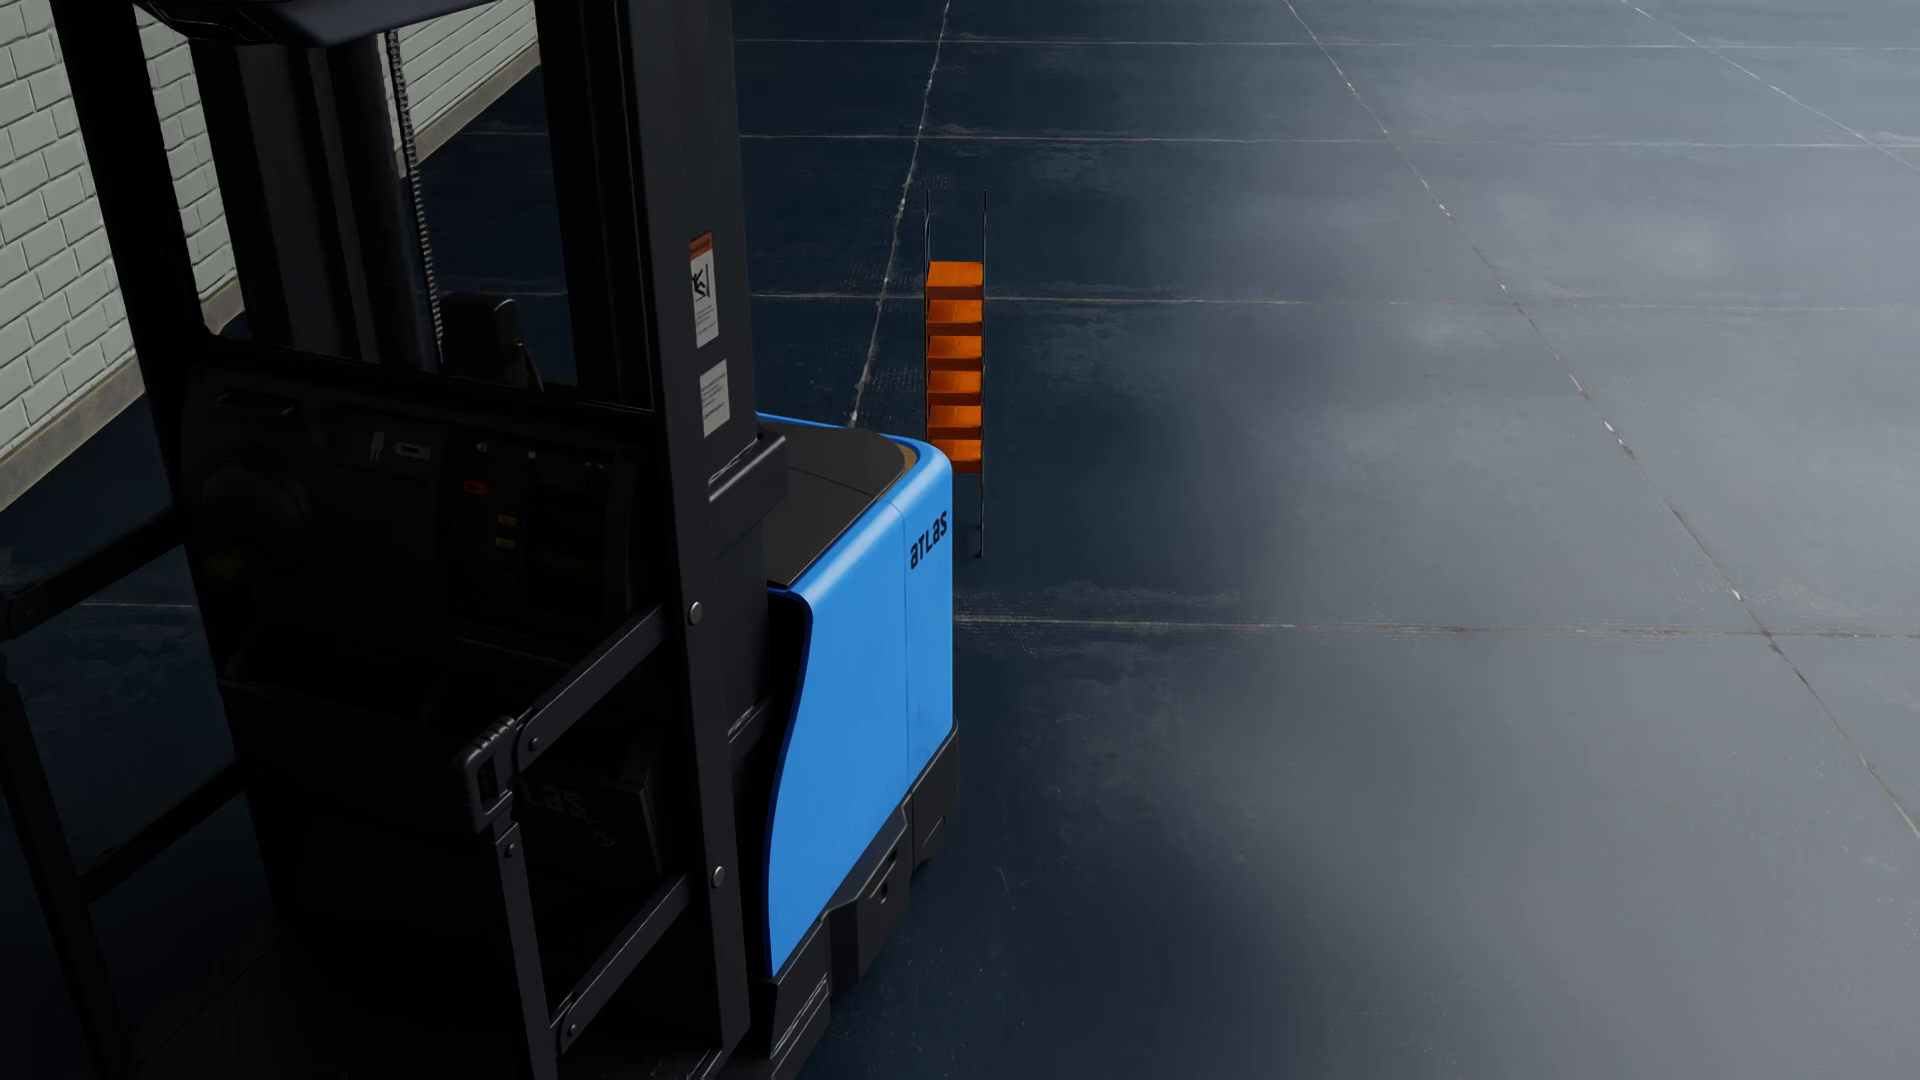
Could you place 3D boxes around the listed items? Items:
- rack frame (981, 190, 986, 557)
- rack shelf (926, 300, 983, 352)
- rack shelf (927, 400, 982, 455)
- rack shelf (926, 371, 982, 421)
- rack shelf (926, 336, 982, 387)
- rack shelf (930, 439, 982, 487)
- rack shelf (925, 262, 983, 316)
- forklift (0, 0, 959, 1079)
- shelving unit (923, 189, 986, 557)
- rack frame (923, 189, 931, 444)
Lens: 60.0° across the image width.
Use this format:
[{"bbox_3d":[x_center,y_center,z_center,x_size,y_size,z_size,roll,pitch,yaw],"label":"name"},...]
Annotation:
[{"bbox_3d":[0.077,-0.529,5.467,0.006,1.200,0.240,1,28,2],"label":"rack frame"},{"bbox_3d":[-0.014,-0.703,5.378,0.180,0.103,0.258,1,28,2],"label":"rack shelf"},{"bbox_3d":[-0.014,-0.385,5.546,0.180,0.103,0.258,1,28,2],"label":"rack shelf"},{"bbox_3d":[-0.014,-0.491,5.490,0.180,0.103,0.258,1,28,2],"label":"rack shelf"},{"bbox_3d":[-0.014,-0.597,5.434,0.180,0.103,0.258,1,28,2],"label":"rack shelf"},{"bbox_3d":[-0.014,-0.279,5.603,0.180,0.103,0.258,1,28,2],"label":"rack shelf"},{"bbox_3d":[-0.014,-0.809,5.322,0.180,0.103,0.258,1,28,2],"label":"rack shelf"},{"bbox_3d":[-1.027,-0.018,2.654,1.130,2.935,3.031,11,30,19],"label":"forklift"},{"bbox_3d":[-0.014,-0.530,5.469,0.189,1.200,0.258,1,28,2],"label":"shelving unit"},{"bbox_3d":[-0.106,-0.532,5.472,0.006,1.200,0.240,1,28,2],"label":"rack frame"}]
